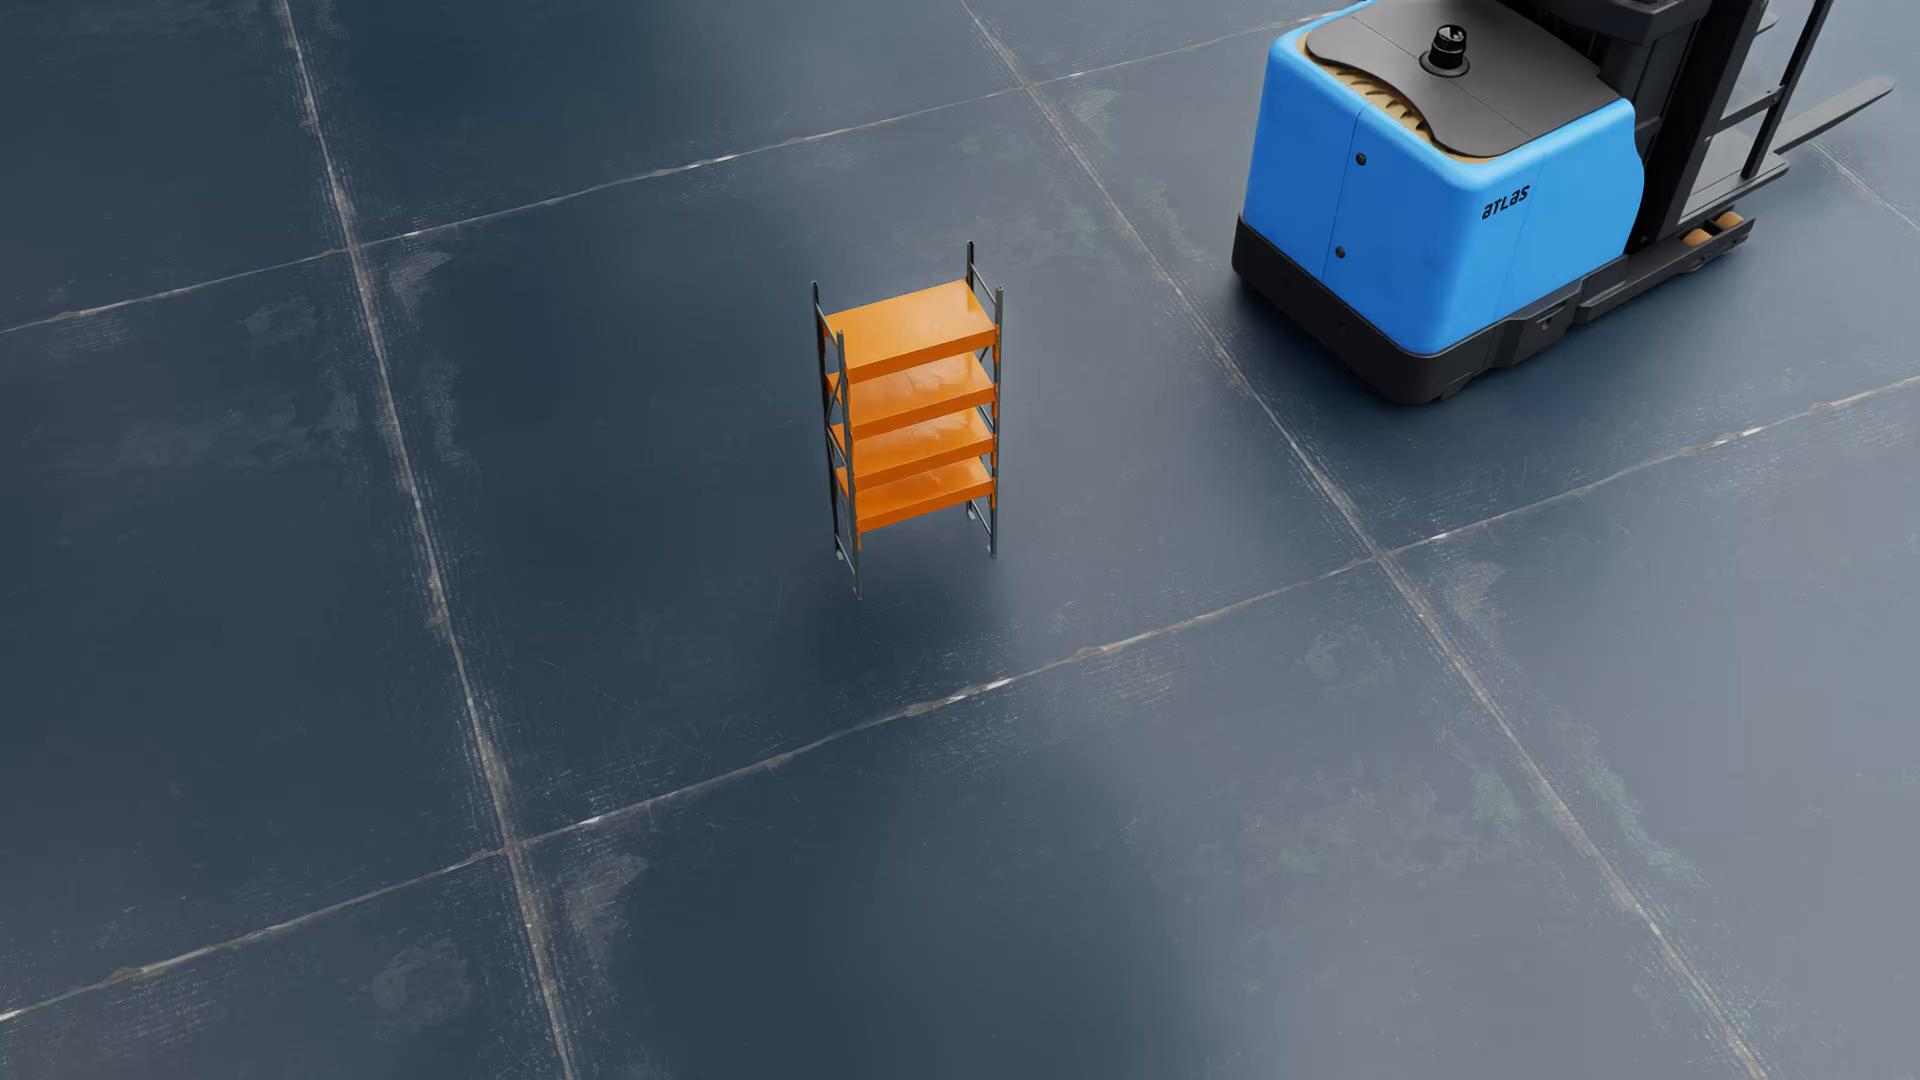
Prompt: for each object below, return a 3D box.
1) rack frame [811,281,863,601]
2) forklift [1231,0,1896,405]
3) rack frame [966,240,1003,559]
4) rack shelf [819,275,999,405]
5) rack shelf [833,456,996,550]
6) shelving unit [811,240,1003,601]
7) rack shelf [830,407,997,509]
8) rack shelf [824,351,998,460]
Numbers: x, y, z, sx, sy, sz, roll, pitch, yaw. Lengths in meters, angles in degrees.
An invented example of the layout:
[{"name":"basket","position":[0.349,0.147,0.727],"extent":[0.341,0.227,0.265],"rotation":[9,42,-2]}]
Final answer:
[{"name":"rack frame","position":[-0.379,-0.273,5.194],"extent":[0.015,1.200,0.240],"rotation":[-17,52,-14]},{"name":"forklift","position":[2.583,-2.341,5.828],"extent":[3.031,2.935,1.130],"rotation":[-27,55,-21]},{"name":"rack frame","position":[0.073,-0.413,5.314],"extent":[0.015,1.200,0.240],"rotation":[-17,52,-14]},{"name":"rack shelf","position":[-0.153,-0.599,4.956],"extent":[0.480,0.148,0.258],"rotation":[-17,52,-14]},{"name":"rack shelf","position":[-0.153,-0.170,5.456],"extent":[0.480,0.148,0.258],"rotation":[-17,52,-14]},{"name":"shelving unit","position":[-0.153,-0.343,5.254],"extent":[0.503,1.200,0.258],"rotation":[-17,52,-14]},{"name":"rack shelf","position":[-0.153,-0.300,5.305],"extent":[0.480,0.148,0.258],"rotation":[-17,52,-14]},{"name":"rack shelf","position":[-0.153,-0.445,5.135],"extent":[0.480,0.148,0.258],"rotation":[-17,52,-14]}]
